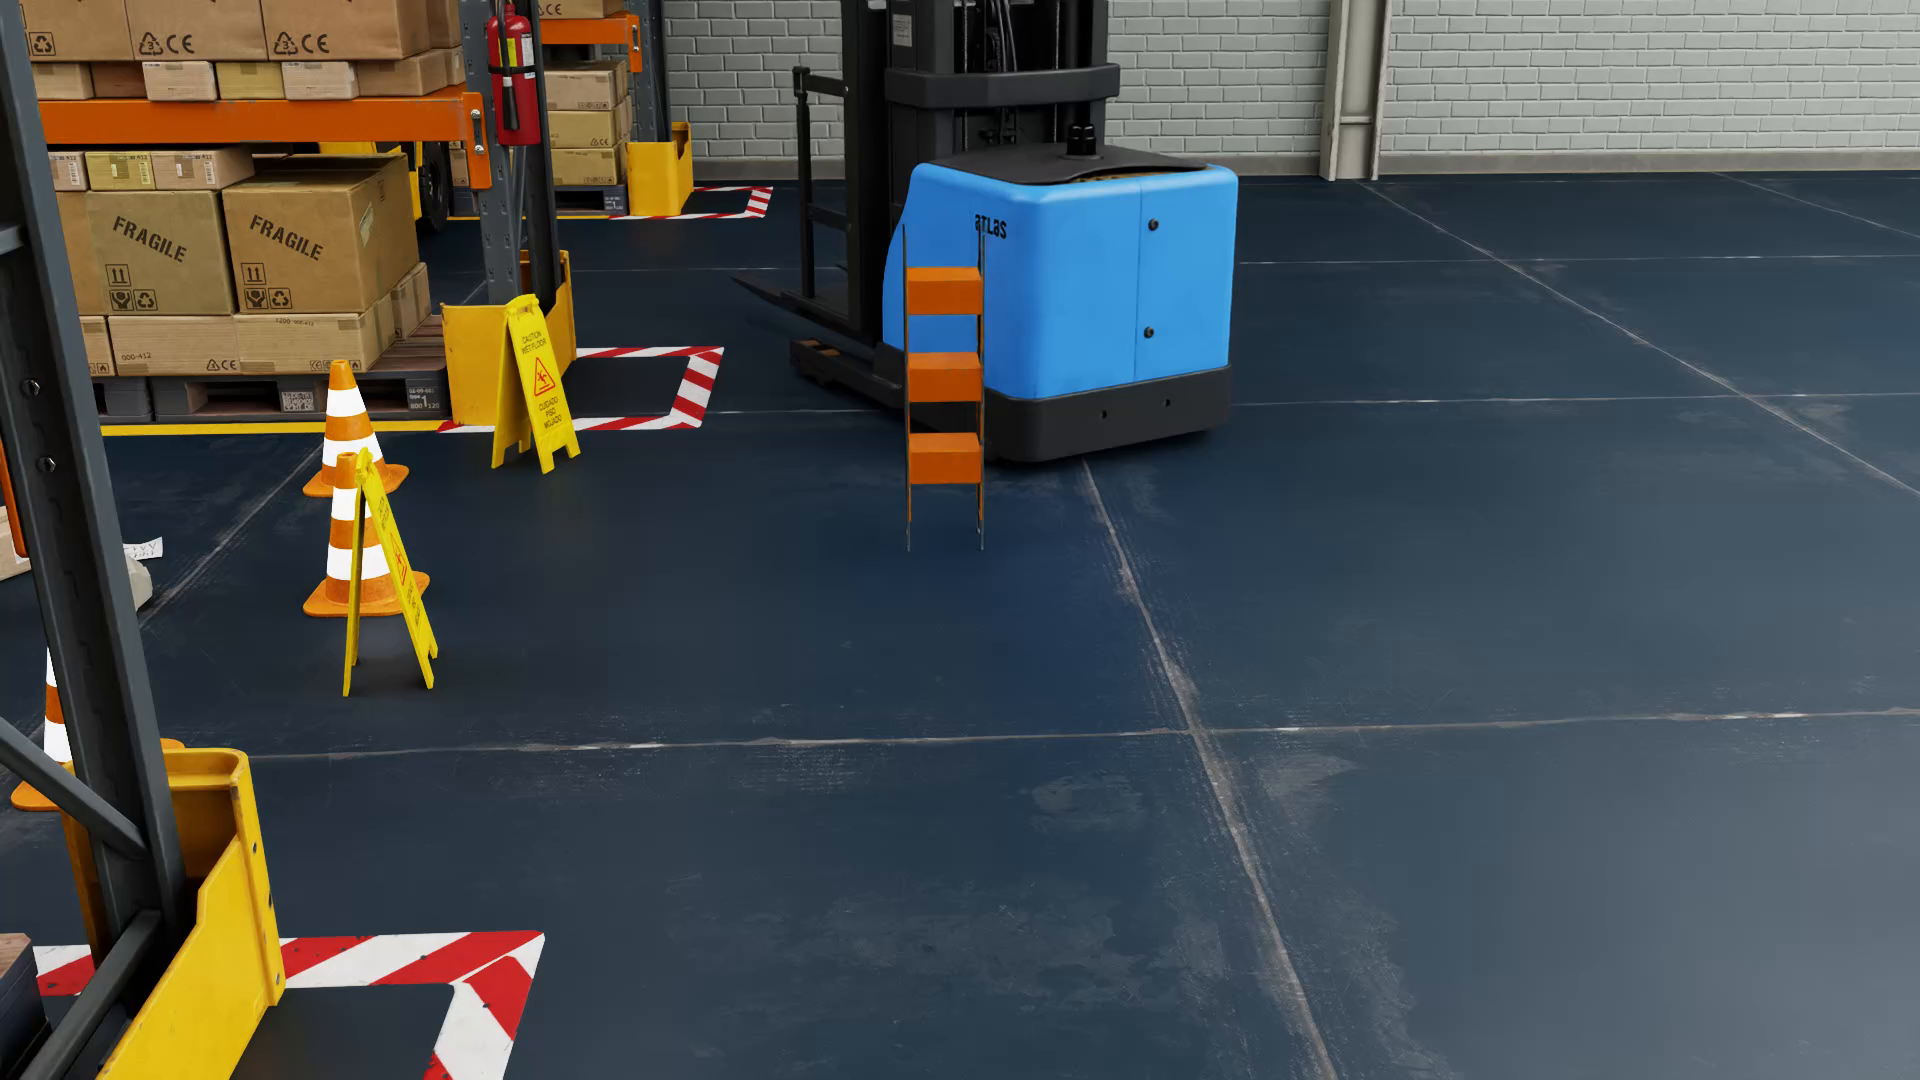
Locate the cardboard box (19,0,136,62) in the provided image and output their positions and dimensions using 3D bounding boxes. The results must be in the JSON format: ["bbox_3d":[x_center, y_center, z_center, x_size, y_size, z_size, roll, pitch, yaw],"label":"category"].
[{"bbox_3d":[-3.413,-2.143,6.475,0.500,0.500,0.500,-1,21,-3],"label":"cardboard box"}]

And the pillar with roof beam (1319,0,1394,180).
[{"bbox_3d":[3.316,-5.549,7.548,0.400,9.000,9.100,-1,21,-3],"label":"pillar with roof beam"}]

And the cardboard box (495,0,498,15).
[{"bbox_3d":[-3.169,-3.783,11.200,0.500,0.500,0.500,-1,21,-1],"label":"cardboard box"}]

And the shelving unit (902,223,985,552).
[{"bbox_3d":[-0.053,-0.490,5.431,0.252,1.050,0.215,-1,21,-3],"label":"shelving unit"}]

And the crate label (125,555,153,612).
[{"bbox_3d":[-2.621,0.147,5.043,0.298,0.136,0.250,-13,24,-31],"label":"crate label"}]

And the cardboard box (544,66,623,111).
[{"bbox_3d":[-2.616,-3.105,11.429,0.500,0.250,0.500,0,21,-1],"label":"cardboard box"}]

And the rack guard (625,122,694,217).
[{"bbox_3d":[-2.150,-2.679,11.954,0.348,0.500,1.175,-1,21,-3],"label":"rack guard"}]

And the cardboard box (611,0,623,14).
[{"bbox_3d":[-2.684,-3.982,11.723,0.500,0.500,0.500,0,21,-1],"label":"cardboard box"}]

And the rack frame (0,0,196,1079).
[{"bbox_3d":[-1.503,-0.327,2.264,0.127,3.000,1.000,-1,21,-3],"label":"rack frame"}]

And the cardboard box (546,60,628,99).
[{"bbox_3d":[-2.664,-3.282,11.896,0.500,0.250,0.500,-1,21,-4],"label":"cardboard box"}]

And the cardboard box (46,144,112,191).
[{"bbox_3d":[-3.549,-1.499,6.652,0.250,0.149,0.380,0,21,-1],"label":"cardboard box"}]

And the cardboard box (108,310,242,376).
[{"bbox_3d":[-3.196,-0.875,6.977,0.500,0.250,0.500,-1,21,-3],"label":"cardboard box"}]

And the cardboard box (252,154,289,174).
[{"bbox_3d":[-3.253,-1.414,7.340,0.500,0.500,0.500,-2,21,-5],"label":"cardboard box"}]

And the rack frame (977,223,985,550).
[{"bbox_3d":[0.068,-0.492,5.438,0.008,1.050,0.200,-1,21,-3],"label":"rack frame"}]

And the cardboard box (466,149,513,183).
[{"bbox_3d":[-3.122,-2.629,11.585,0.500,0.250,0.500,-1,21,-3],"label":"cardboard box"}]

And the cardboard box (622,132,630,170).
[{"bbox_3d":[-2.675,-2.817,12.079,0.500,0.250,0.500,-1,21,-3],"label":"cardboard box"}]

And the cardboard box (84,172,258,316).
[{"bbox_3d":[-3.193,-1.224,6.841,0.500,0.500,0.500,0,21,-1],"label":"cardboard box"}]

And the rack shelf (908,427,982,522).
[{"bbox_3d":[-0.053,-0.220,5.534,0.240,0.259,0.215,-1,21,-3],"label":"rack shelf"}]

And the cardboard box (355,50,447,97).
[{"bbox_3d":[-2.248,-1.882,6.702,0.250,0.149,0.380,0,21,-1],"label":"cardboard box"}]

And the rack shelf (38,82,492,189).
[{"bbox_3d":[-3.883,-1.706,6.899,4.000,0.370,1.077,-1,21,-3],"label":"rack shelf"}]

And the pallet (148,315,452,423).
[{"bbox_3d":[-2.776,-0.775,7.359,1.213,0.211,1.003,-1,21,-3],"label":"pallet"}]

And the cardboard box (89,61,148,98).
[{"bbox_3d":[-3.271,-1.869,6.667,0.250,0.149,0.380,-1,21,-2],"label":"cardboard box"}]

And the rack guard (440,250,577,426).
[{"bbox_3d":[-1.963,-0.914,7.318,0.348,0.500,1.175,-1,21,-3],"label":"rack guard"}]

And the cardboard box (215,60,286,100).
[{"bbox_3d":[-2.752,-1.840,6.592,0.250,0.149,0.380,-2,21,-4],"label":"cardboard box"}]

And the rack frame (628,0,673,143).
[{"bbox_3d":[-2.174,-3.846,11.508,0.127,3.000,1.000,-1,21,-3],"label":"rack frame"}]

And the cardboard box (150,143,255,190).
[{"bbox_3d":[-3.034,-1.508,6.675,0.250,0.149,0.380,-1,21,-1],"label":"cardboard box"}]

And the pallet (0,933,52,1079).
[{"bbox_3d":[-2.297,1.020,2.645,1.213,0.211,1.003,-1,21,-3],"label":"pallet"}]

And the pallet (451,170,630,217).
[{"bbox_3d":[-2.935,-2.513,11.925,1.213,0.211,1.003,-1,21,-3],"label":"pallet"}]

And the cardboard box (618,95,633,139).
[{"bbox_3d":[-2.655,-3.056,12.003,0.500,0.250,0.500,-1,21,-2],"label":"cardboard box"}]

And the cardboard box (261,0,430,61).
[{"bbox_3d":[-2.413,-2.160,6.520,0.500,0.500,0.500,-2,21,-4],"label":"cardboard box"}]

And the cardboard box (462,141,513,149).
[{"bbox_3d":[-3.143,-2.864,11.500,0.500,0.250,0.500,-1,21,-4],"label":"cardboard box"}]

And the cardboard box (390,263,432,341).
[{"bbox_3d":[-2.708,-1.076,7.507,0.500,0.250,0.500,-1,21,-3],"label":"cardboard box"}]

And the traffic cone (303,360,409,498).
[{"bbox_3d":[-2.242,-0.431,6.102,0.334,0.463,0.336,-1,21,-3],"label":"traffic cone"}]

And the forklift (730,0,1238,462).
[{"bbox_3d":[-0.118,-2.133,7.104,1.130,2.935,3.031,-12,24,-29],"label":"forklift"}]

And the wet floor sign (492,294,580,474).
[{"bbox_3d":[-1.636,-0.607,6.308,0.232,0.644,0.267,6,22,16],"label":"wet floor sign"}]

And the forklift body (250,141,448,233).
[{"bbox_3d":[-3.963,-2.763,9.856,1.214,2.155,2.313,-1,21,-3],"label":"forklift body"}]
